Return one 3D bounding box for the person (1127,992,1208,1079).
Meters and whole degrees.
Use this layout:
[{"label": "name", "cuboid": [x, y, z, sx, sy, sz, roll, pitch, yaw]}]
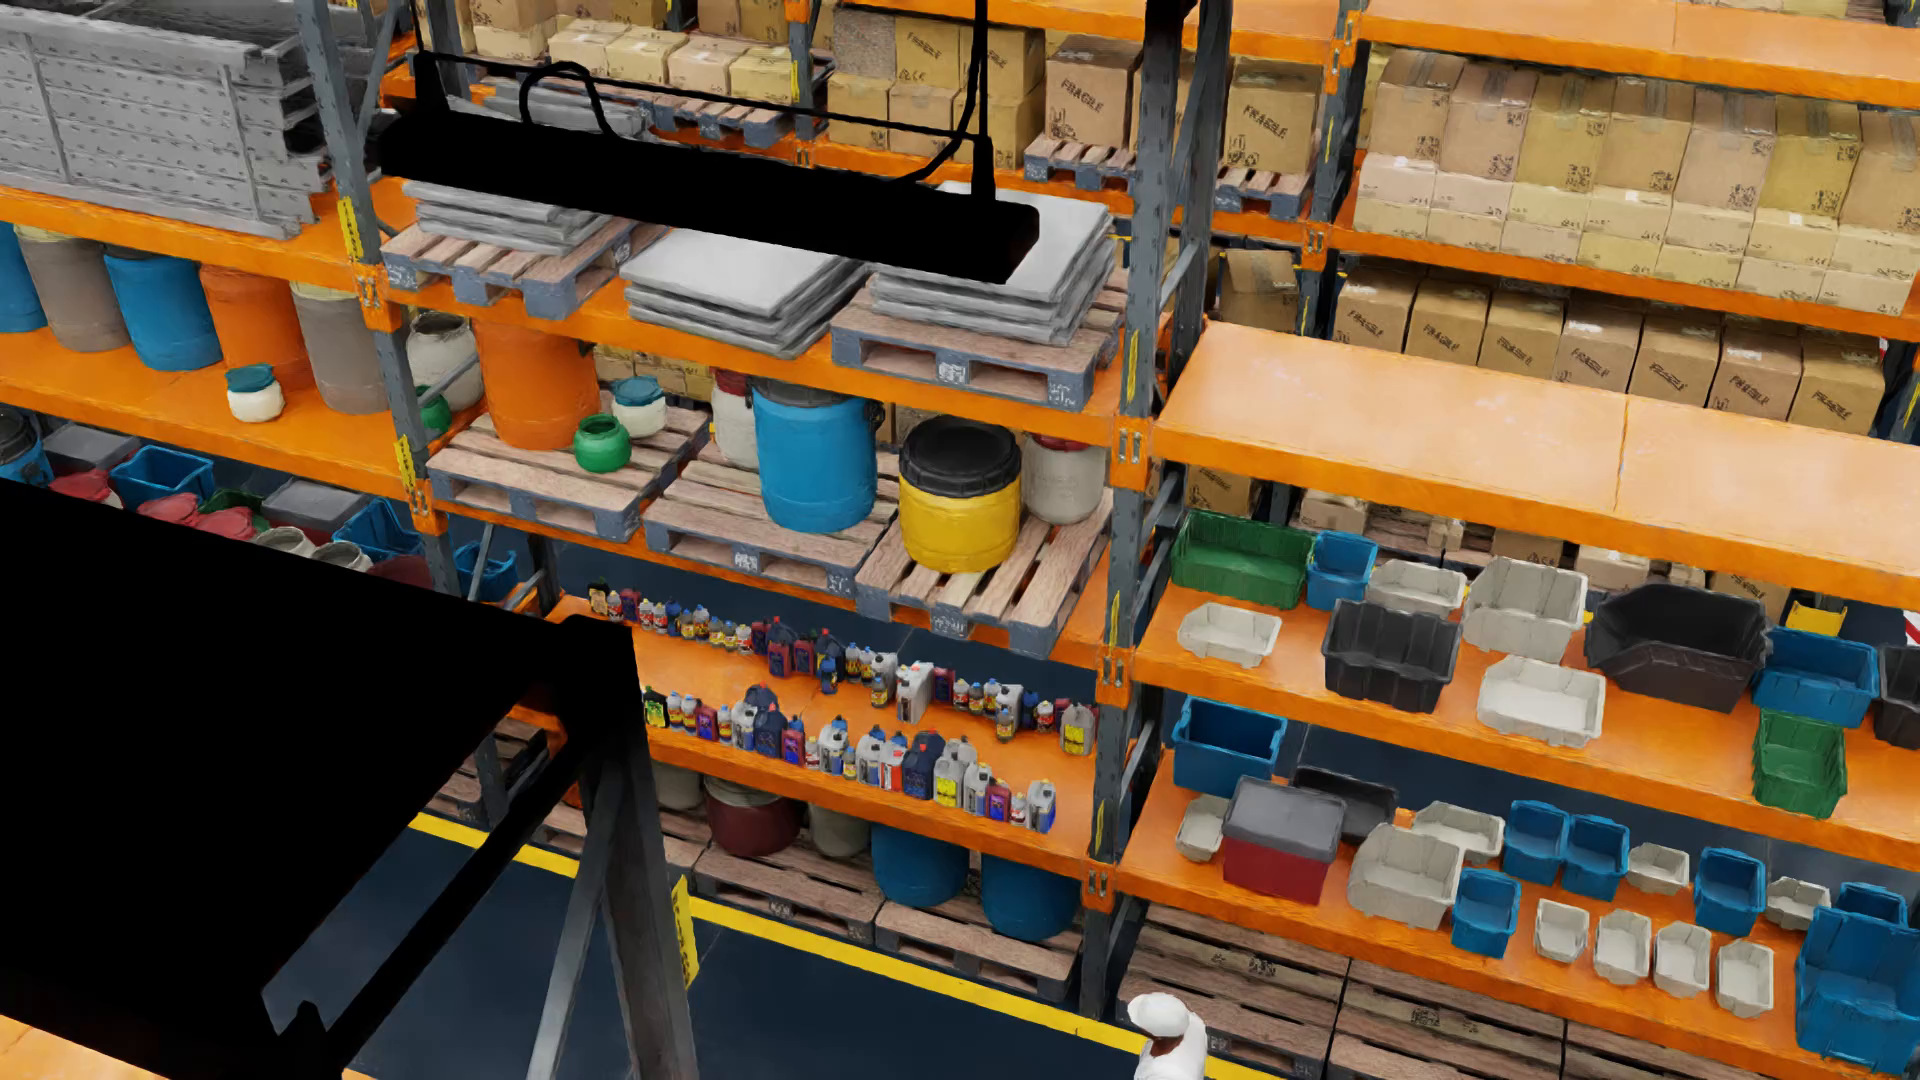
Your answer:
[{"label": "person", "cuboid": [1.003, 2.807, 8.162, 1.121, 1.691, 0.577, 14, 39, 18]}]
